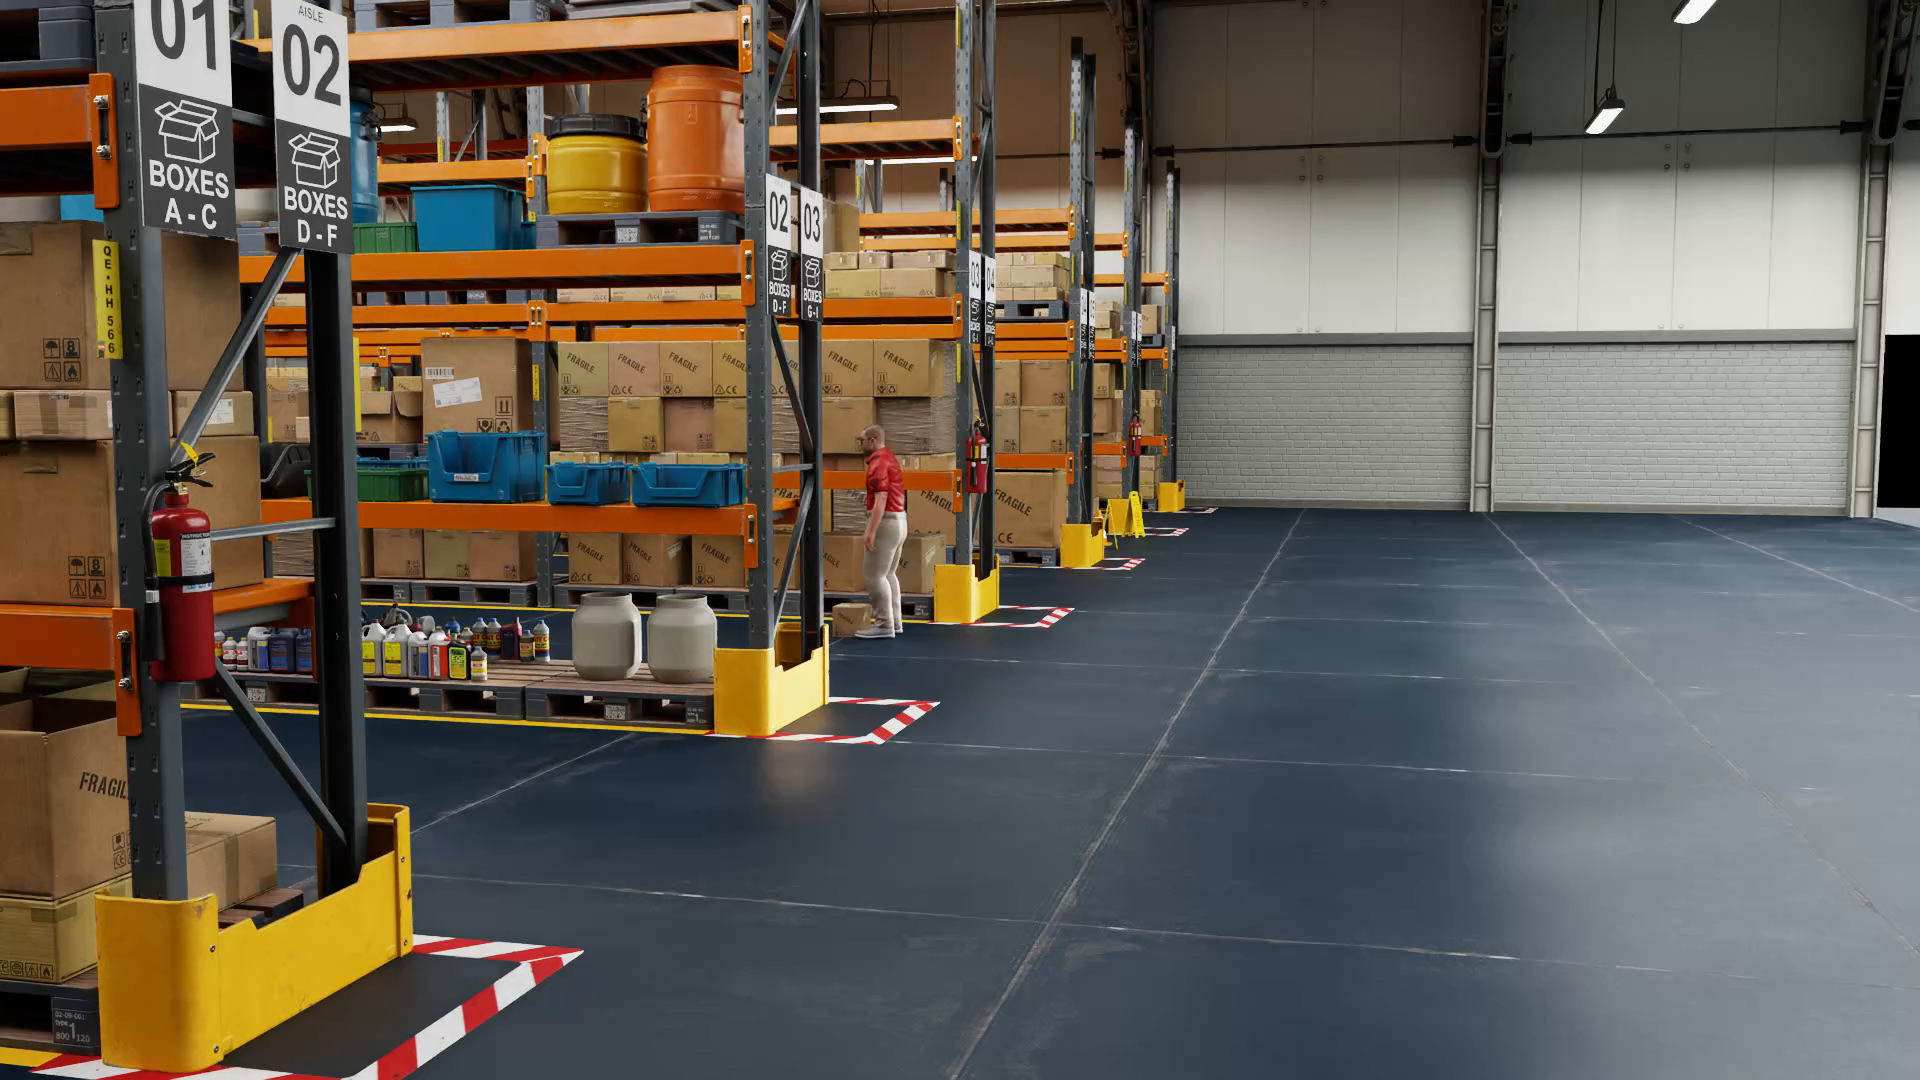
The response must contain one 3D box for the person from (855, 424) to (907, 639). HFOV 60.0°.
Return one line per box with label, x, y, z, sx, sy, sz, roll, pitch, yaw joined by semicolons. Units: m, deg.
person;-0.641;-0.075;13.493;0.382;1.728;0.606;1;5;11
